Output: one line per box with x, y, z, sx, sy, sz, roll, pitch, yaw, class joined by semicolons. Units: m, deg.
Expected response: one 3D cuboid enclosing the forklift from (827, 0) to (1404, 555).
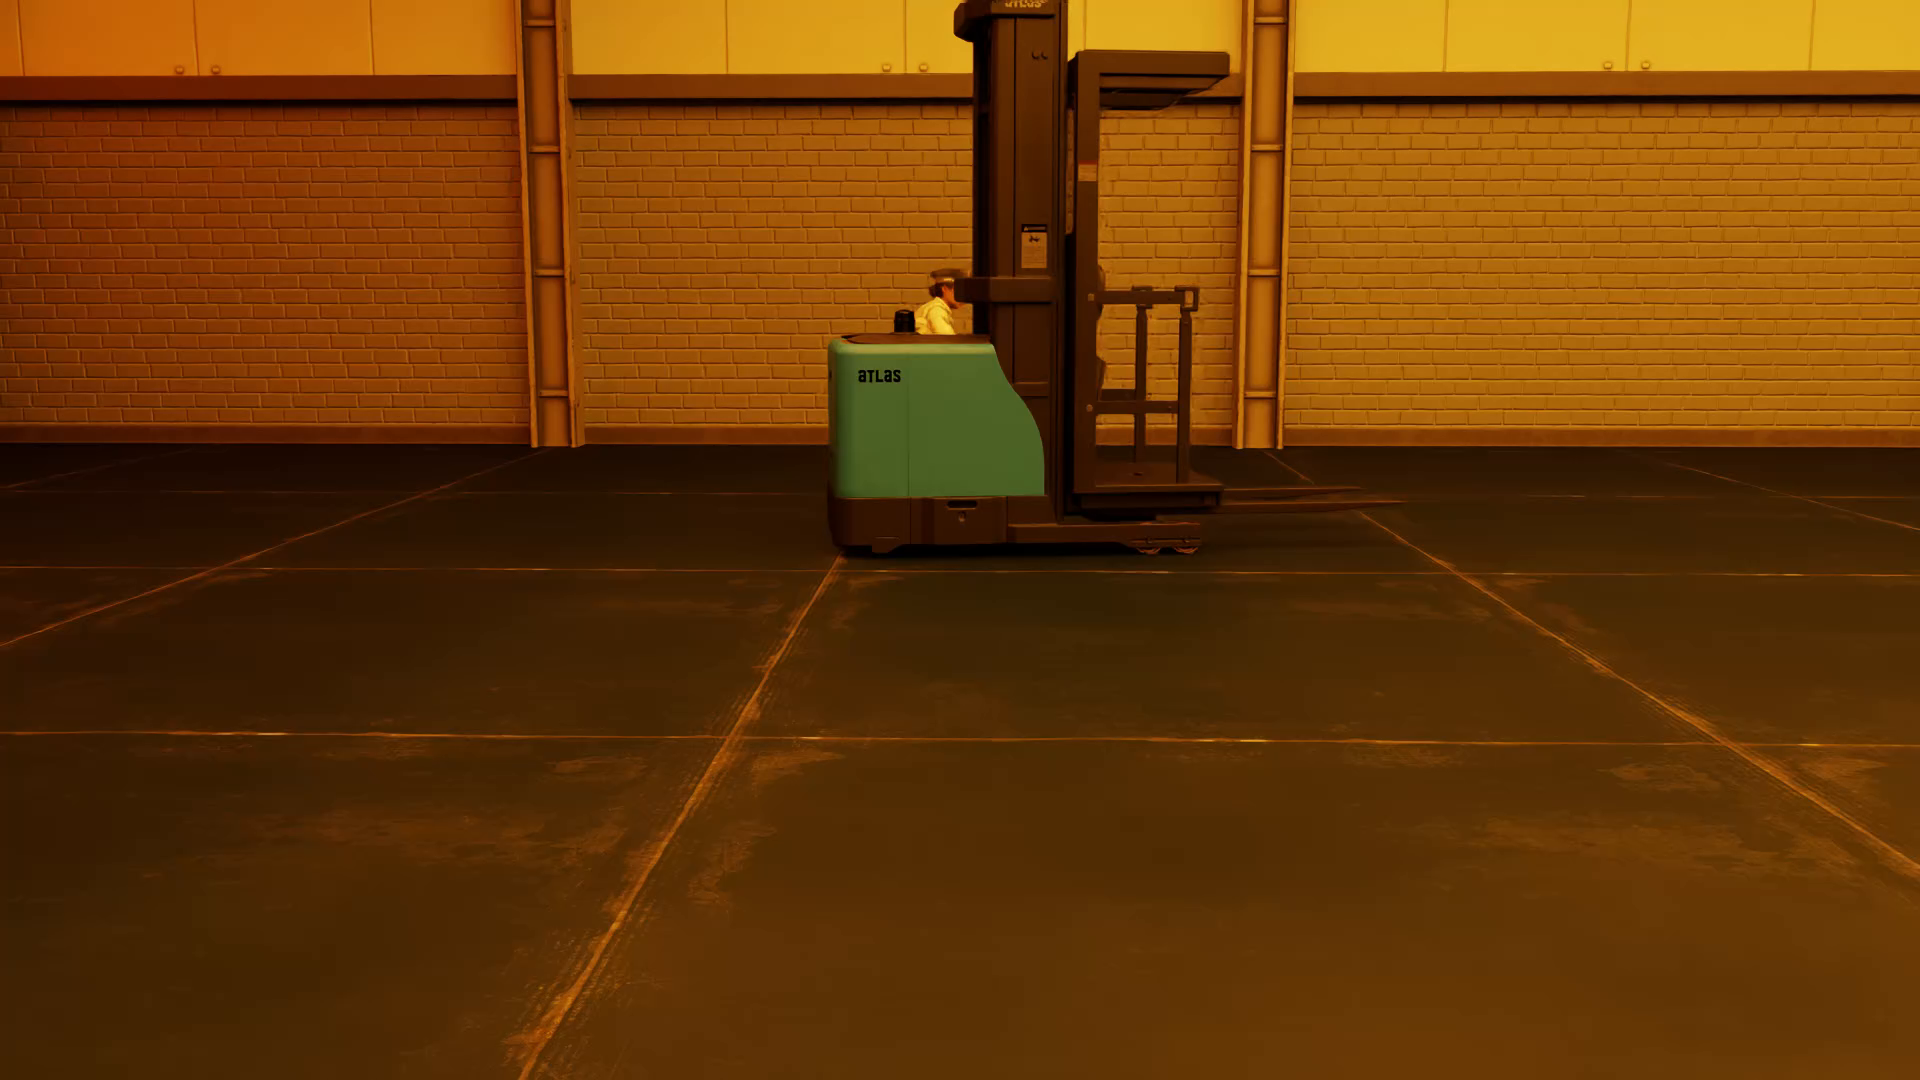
0.818;-1.452;8.801;3.031;2.935;1.130;-1;9;-7;forklift

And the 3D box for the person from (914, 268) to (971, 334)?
-0.007;-0.957;10.341;0.836;1.455;0.915;-7;11;-37;person
